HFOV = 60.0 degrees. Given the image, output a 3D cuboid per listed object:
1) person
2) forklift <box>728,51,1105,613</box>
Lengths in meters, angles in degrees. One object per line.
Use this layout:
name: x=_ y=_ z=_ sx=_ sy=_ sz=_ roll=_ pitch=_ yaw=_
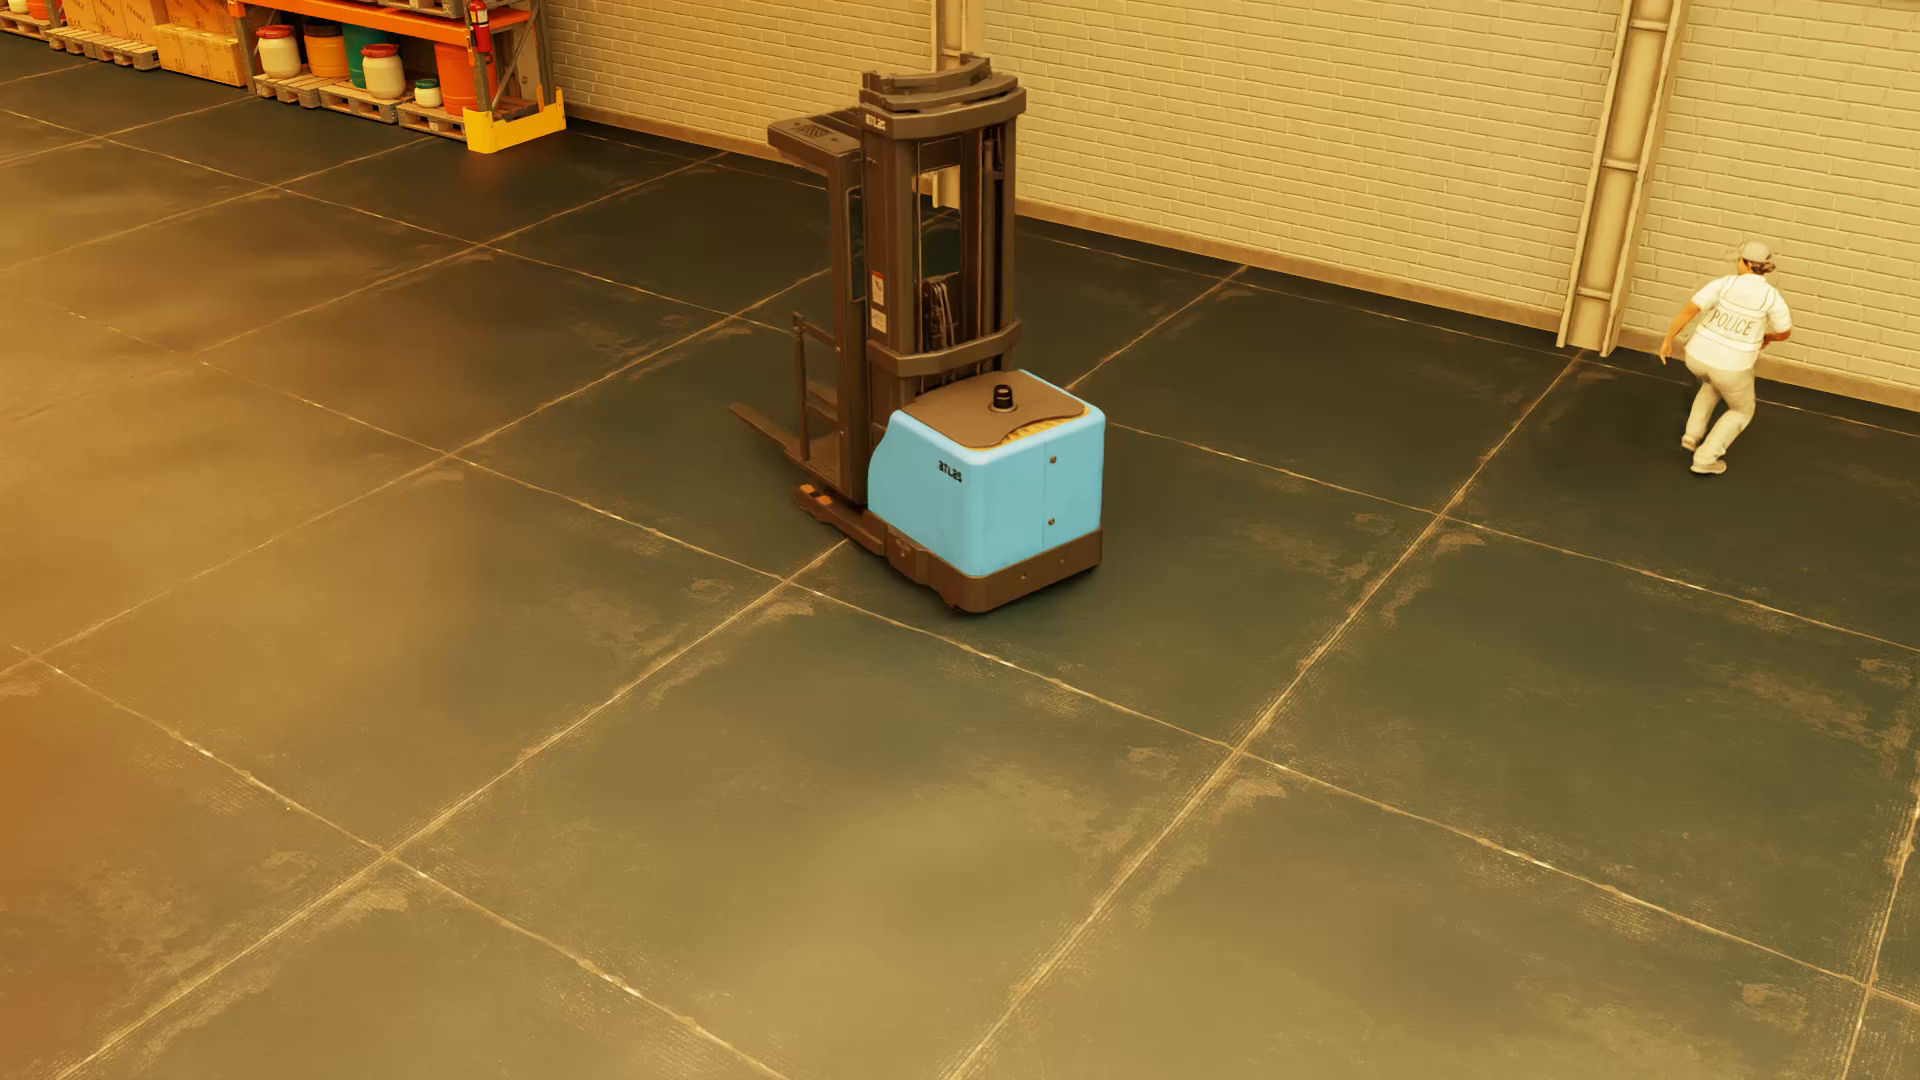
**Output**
person: x=5.069 y=-1.185 z=11.001 sx=0.709 sy=1.645 sz=0.615 roll=-22 pitch=37 yaw=-33
forklift: x=-0.439 y=-1.523 z=10.204 sx=1.130 sy=2.935 sz=3.031 roll=-21 pitch=36 yaw=-32
